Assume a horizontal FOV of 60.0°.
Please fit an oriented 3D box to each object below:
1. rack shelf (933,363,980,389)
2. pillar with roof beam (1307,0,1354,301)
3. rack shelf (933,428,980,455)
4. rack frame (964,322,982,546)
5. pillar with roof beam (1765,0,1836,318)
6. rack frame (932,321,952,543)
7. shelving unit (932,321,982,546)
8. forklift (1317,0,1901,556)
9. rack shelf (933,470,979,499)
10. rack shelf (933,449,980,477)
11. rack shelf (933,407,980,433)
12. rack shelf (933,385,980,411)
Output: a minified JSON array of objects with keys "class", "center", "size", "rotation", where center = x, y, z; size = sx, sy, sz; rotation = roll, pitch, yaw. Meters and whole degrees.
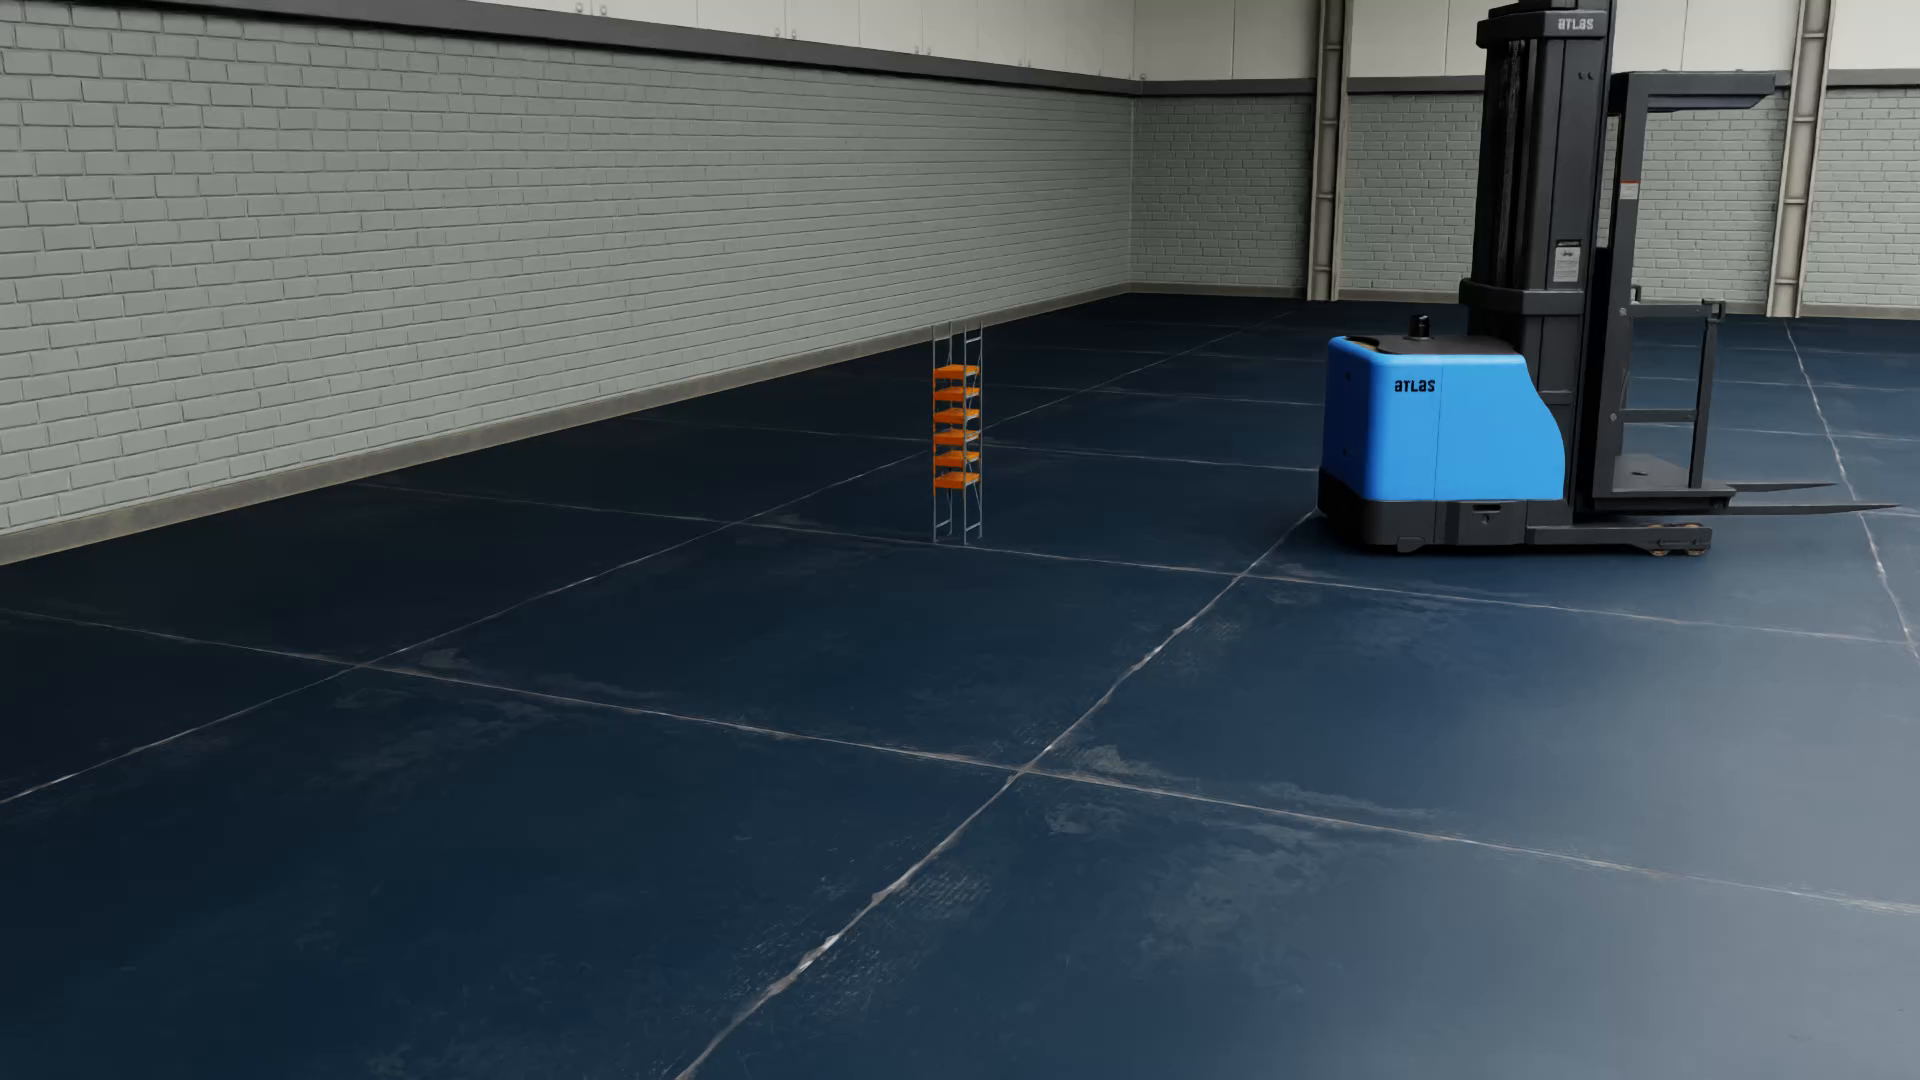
[{"class":"rack shelf","center":[-0.013,-0.893,9.051],"size":[0.180,0.103,0.258],"rotation":[6,14,23]},{"class":"pillar with roof beam","center":[3.505,-6.959,19.213],"size":[0.400,9.000,9.100],"rotation":[6,14,23]},{"class":"rack shelf","center":[-0.013,-0.542,9.134],"size":[0.180,0.103,0.258],"rotation":[6,14,23]},{"class":"rack frame","center":[0.070,-0.577,9.087],"size":[0.006,1.200,0.240],"rotation":[6,14,23]},{"class":"pillar with roof beam","center":[8.990,-6.404,16.847],"size":[0.400,9.000,9.100],"rotation":[6,14,23]},{"class":"rack frame","center":[-0.097,-0.594,9.160],"size":[0.006,1.200,0.240],"rotation":[6,14,23]},{"class":"shelving unit","center":[-0.013,-0.585,9.123],"size":[0.189,1.200,0.258],"rotation":[6,14,23]},{"class":"forklift","center":[3.627,-1.463,9.074],"size":[3.031,2.935,1.130],"rotation":[-1,13,-2]},{"class":"rack shelf","center":[-0.013,-0.309,9.188],"size":[0.180,0.103,0.258],"rotation":[6,14,23]},{"class":"rack shelf","center":[-0.013,-0.425,9.161],"size":[0.180,0.103,0.258],"rotation":[6,14,23]},{"class":"rack shelf","center":[-0.013,-0.659,9.106],"size":[0.180,0.103,0.258],"rotation":[6,14,23]},{"class":"rack shelf","center":[-0.013,-0.776,9.079],"size":[0.180,0.103,0.258],"rotation":[6,14,23]}]
